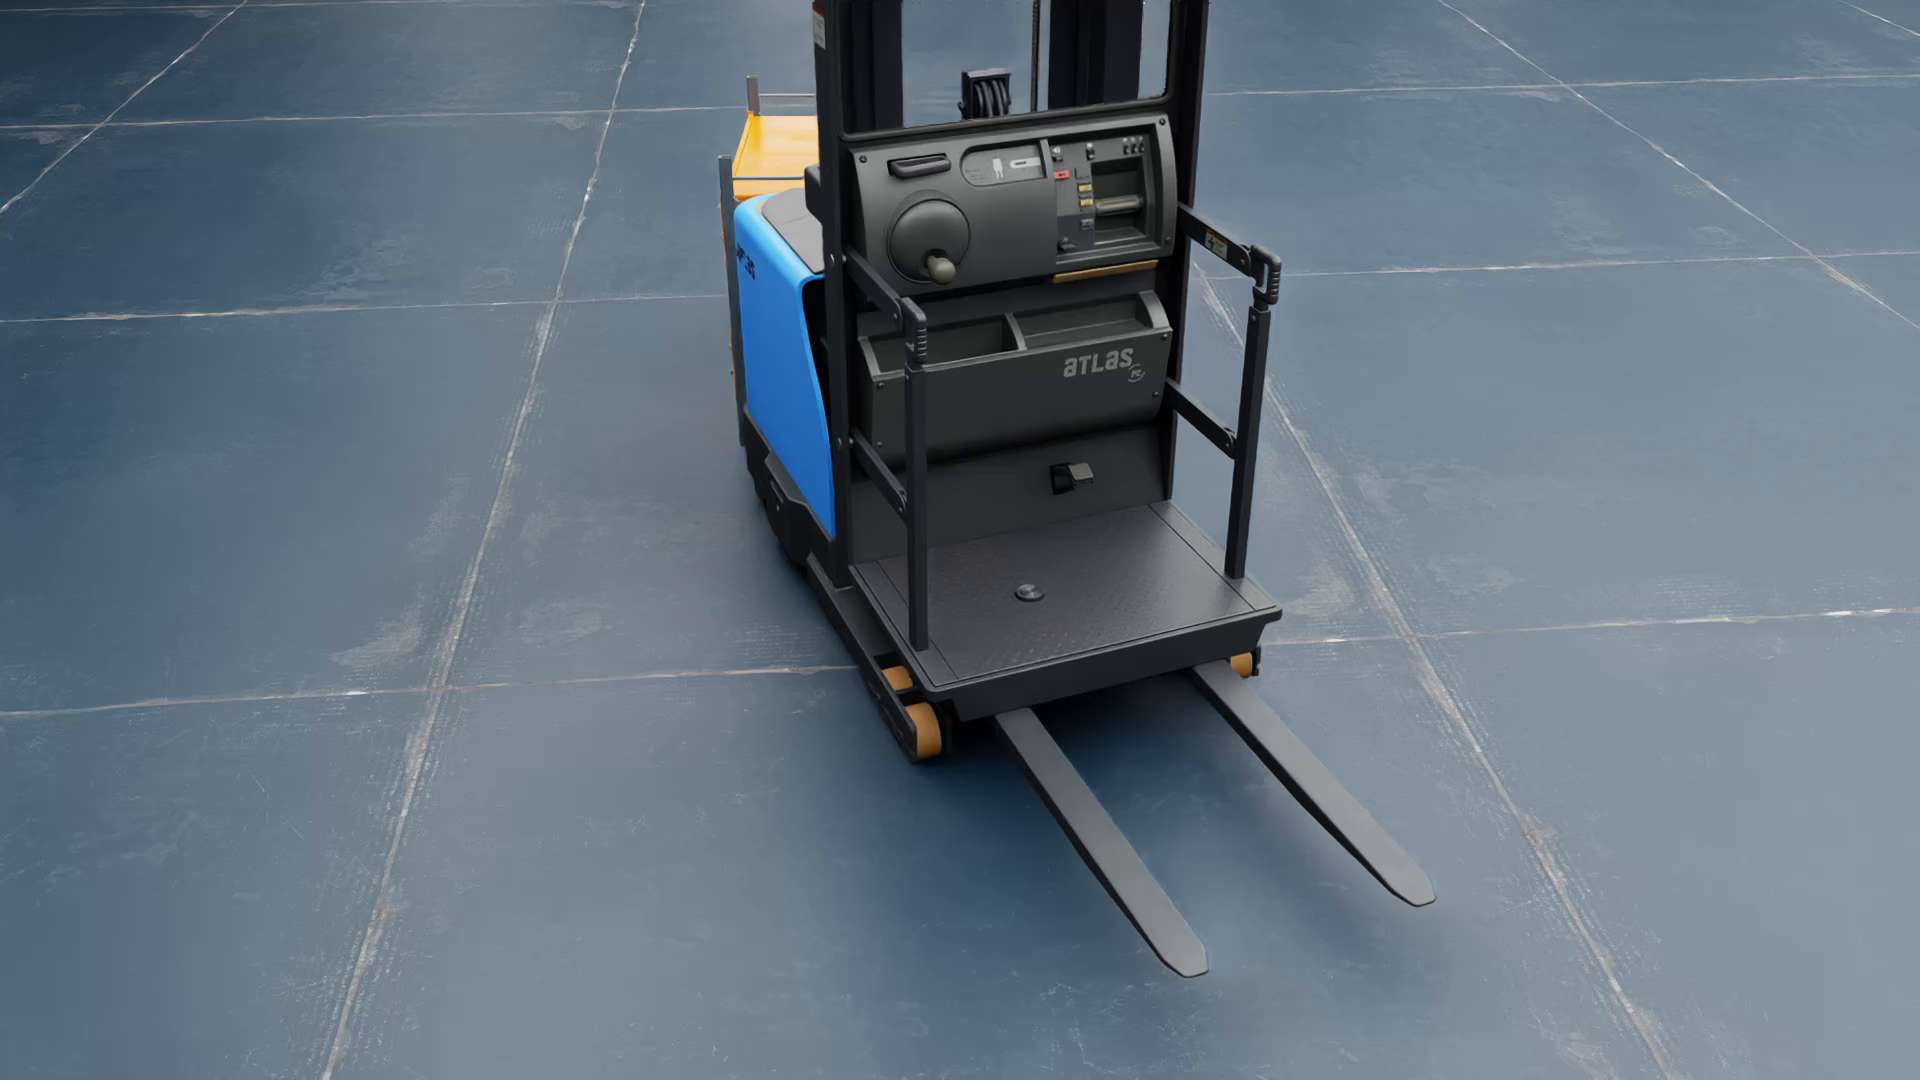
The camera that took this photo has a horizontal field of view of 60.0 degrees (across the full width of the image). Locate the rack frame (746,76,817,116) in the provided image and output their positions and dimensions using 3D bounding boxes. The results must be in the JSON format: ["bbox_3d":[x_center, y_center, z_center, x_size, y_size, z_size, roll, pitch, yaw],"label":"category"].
[{"bbox_3d":[-0.605,-1.375,6.956,0.500,1.125,0.032,0,31,-1],"label":"rack frame"}]

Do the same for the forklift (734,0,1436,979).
[{"bbox_3d":[0.245,-0.879,4.364,1.130,2.935,3.031,-12,33,-19],"label":"forklift"}]

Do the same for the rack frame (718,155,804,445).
[{"bbox_3d":[-0.591,-0.854,6.083,0.500,1.125,0.032,0,31,-1],"label":"rack frame"}]

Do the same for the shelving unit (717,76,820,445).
[{"bbox_3d":[-0.598,-1.115,6.519,0.538,1.125,1.048,0,31,-1],"label":"shelving unit"}]

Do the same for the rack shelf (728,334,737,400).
[{"bbox_3d":[-0.598,-0.905,6.645,0.538,0.278,1.000,0,31,-1],"label":"rack shelf"}]

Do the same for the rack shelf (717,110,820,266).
[{"bbox_3d":[-0.598,-1.366,6.369,0.538,0.278,1.000,0,31,-1],"label":"rack shelf"}]
